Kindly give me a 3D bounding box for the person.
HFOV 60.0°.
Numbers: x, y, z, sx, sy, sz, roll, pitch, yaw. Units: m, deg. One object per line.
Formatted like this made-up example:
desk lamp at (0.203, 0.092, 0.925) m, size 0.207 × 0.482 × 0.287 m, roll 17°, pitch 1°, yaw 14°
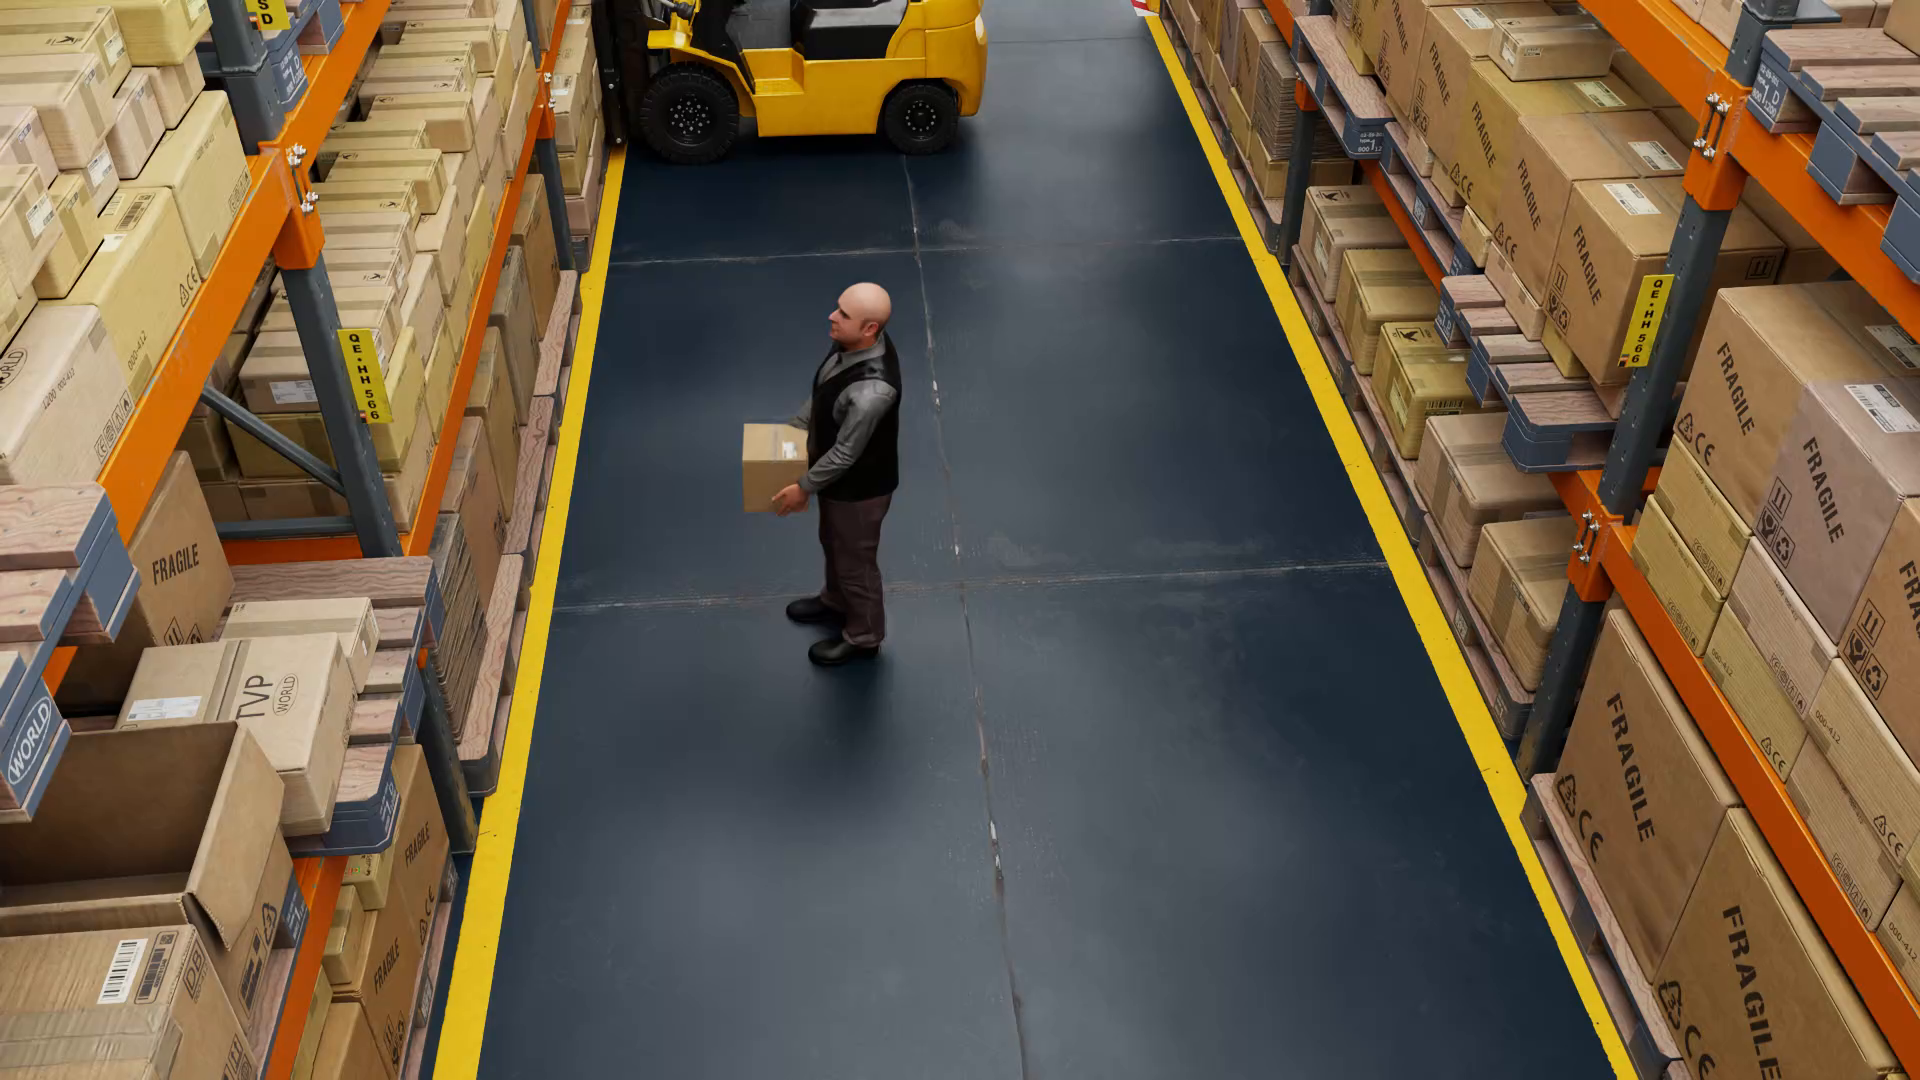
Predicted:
person at (-0.480, -0.238, 6.465) m, size 0.521 × 1.726 × 0.546 m, roll -6°, pitch 39°, yaw -7°
